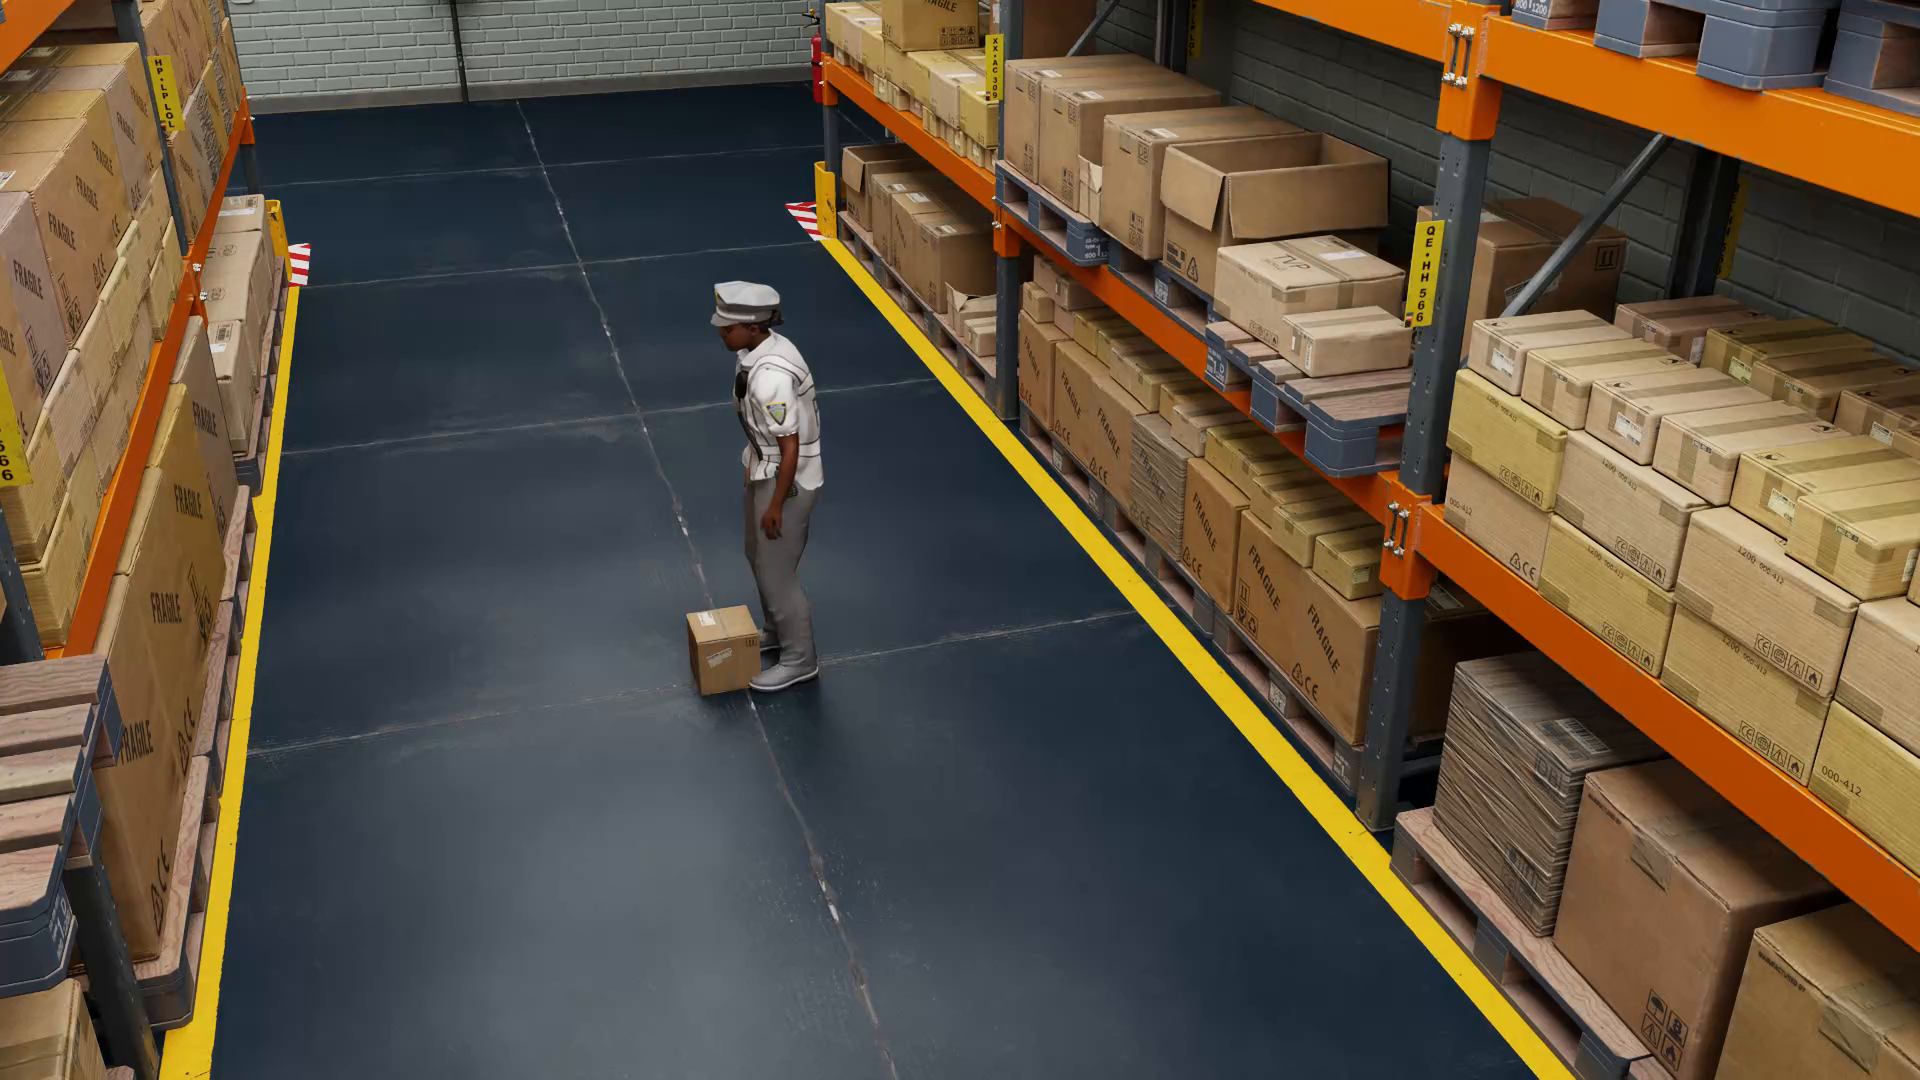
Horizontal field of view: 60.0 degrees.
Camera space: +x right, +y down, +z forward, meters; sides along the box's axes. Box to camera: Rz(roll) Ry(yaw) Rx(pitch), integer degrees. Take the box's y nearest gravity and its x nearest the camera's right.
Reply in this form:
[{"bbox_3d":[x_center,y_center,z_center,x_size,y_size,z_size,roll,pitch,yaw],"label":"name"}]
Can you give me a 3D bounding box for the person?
[{"bbox_3d":[-0.742,-0.217,6.551,0.393,1.659,0.505,-8,27,-15],"label":"person"}]
